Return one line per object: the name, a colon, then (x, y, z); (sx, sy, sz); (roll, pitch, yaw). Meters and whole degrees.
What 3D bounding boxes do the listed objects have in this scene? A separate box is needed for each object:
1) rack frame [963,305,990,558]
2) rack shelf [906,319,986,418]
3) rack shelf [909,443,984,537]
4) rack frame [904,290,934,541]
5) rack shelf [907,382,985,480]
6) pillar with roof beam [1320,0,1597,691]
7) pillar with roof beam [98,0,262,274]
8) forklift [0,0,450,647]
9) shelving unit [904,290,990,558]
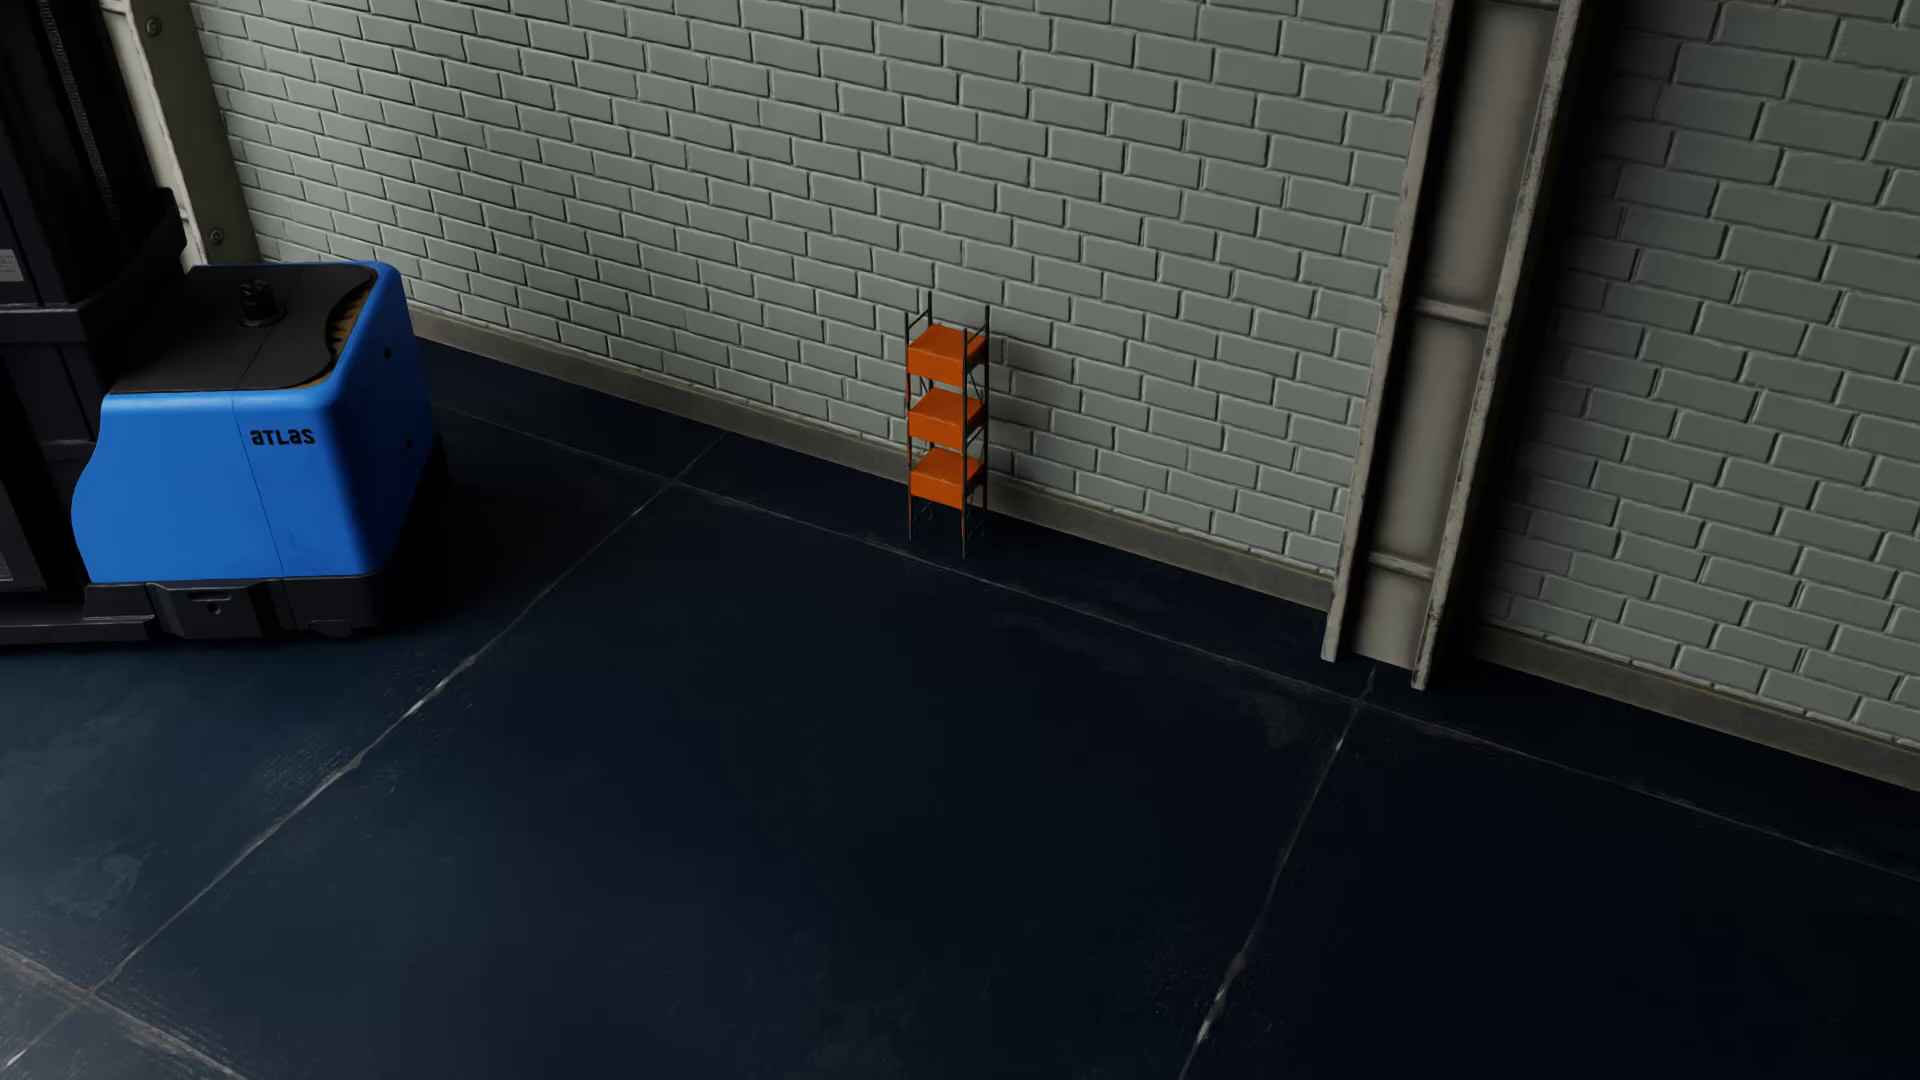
rack frame: (0.061, -0.399, 6.407); (0.008, 1.050, 0.200); (17, 41, 21)
rack shelf: (-0.048, -0.651, 6.287); (0.240, 0.259, 0.215); (17, 41, 21)
rack shelf: (-0.048, -0.203, 6.627); (0.240, 0.259, 0.215); (17, 41, 21)
rack frame: (-0.156, -0.467, 6.497); (0.008, 1.050, 0.200); (17, 41, 21)
rack shelf: (-0.048, -0.425, 6.459); (0.240, 0.259, 0.215); (17, 41, 21)
pillar with roof beam: (-0.396, -0.862, 0.443); (0.400, 9.000, 9.100); (17, 41, 21)
pillar with roof beam: (-5.724, -2.530, 2.640); (0.400, 9.000, 9.100); (17, 41, 21)
forklift: (-3.626, -1.059, 5.720); (3.031, 2.935, 1.130); (-2, 37, -2)
shelving unit: (-0.048, -0.433, 6.452); (0.252, 1.050, 0.215); (17, 41, 21)
